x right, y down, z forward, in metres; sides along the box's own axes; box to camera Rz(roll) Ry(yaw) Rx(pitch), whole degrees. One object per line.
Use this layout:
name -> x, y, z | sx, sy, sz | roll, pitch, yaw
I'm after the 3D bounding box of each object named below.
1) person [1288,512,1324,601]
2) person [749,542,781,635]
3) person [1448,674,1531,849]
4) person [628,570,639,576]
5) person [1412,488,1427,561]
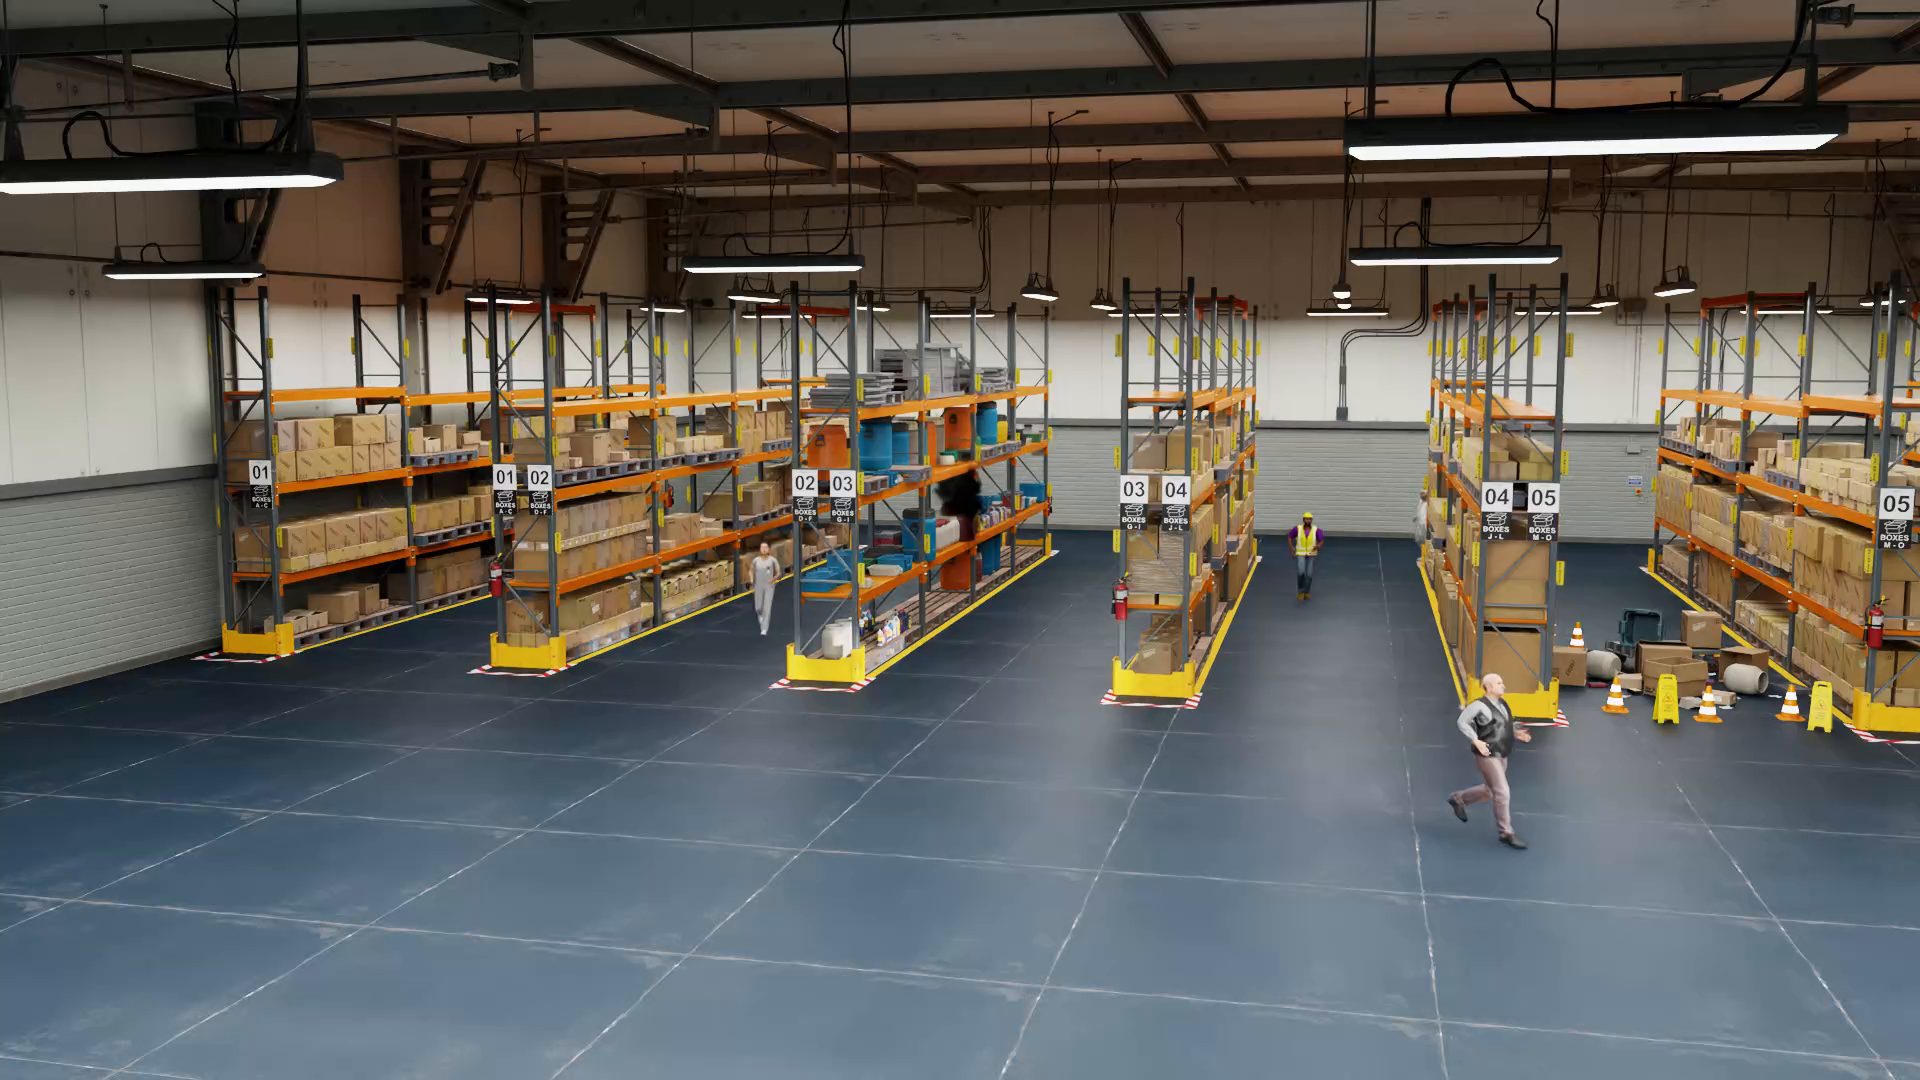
person -> 6.899, 0.341, 33.180 | 0.695, 1.801, 0.607 | 1, 7, 8
person -> -3.388, 0.834, 28.840 | 0.564, 1.618, 0.574 | 0, 7, -2
person -> 5.394, 2.215, 16.966 | 0.663, 1.725, 0.928 | -6, 9, -44
person -> -6.562, 0.323, 33.529 | 0.600, 1.676, 0.892 | 1, 7, 6
person -> 11.061, -0.377, 39.378 | 0.617, 1.740, 0.701 | -1, 7, -8
